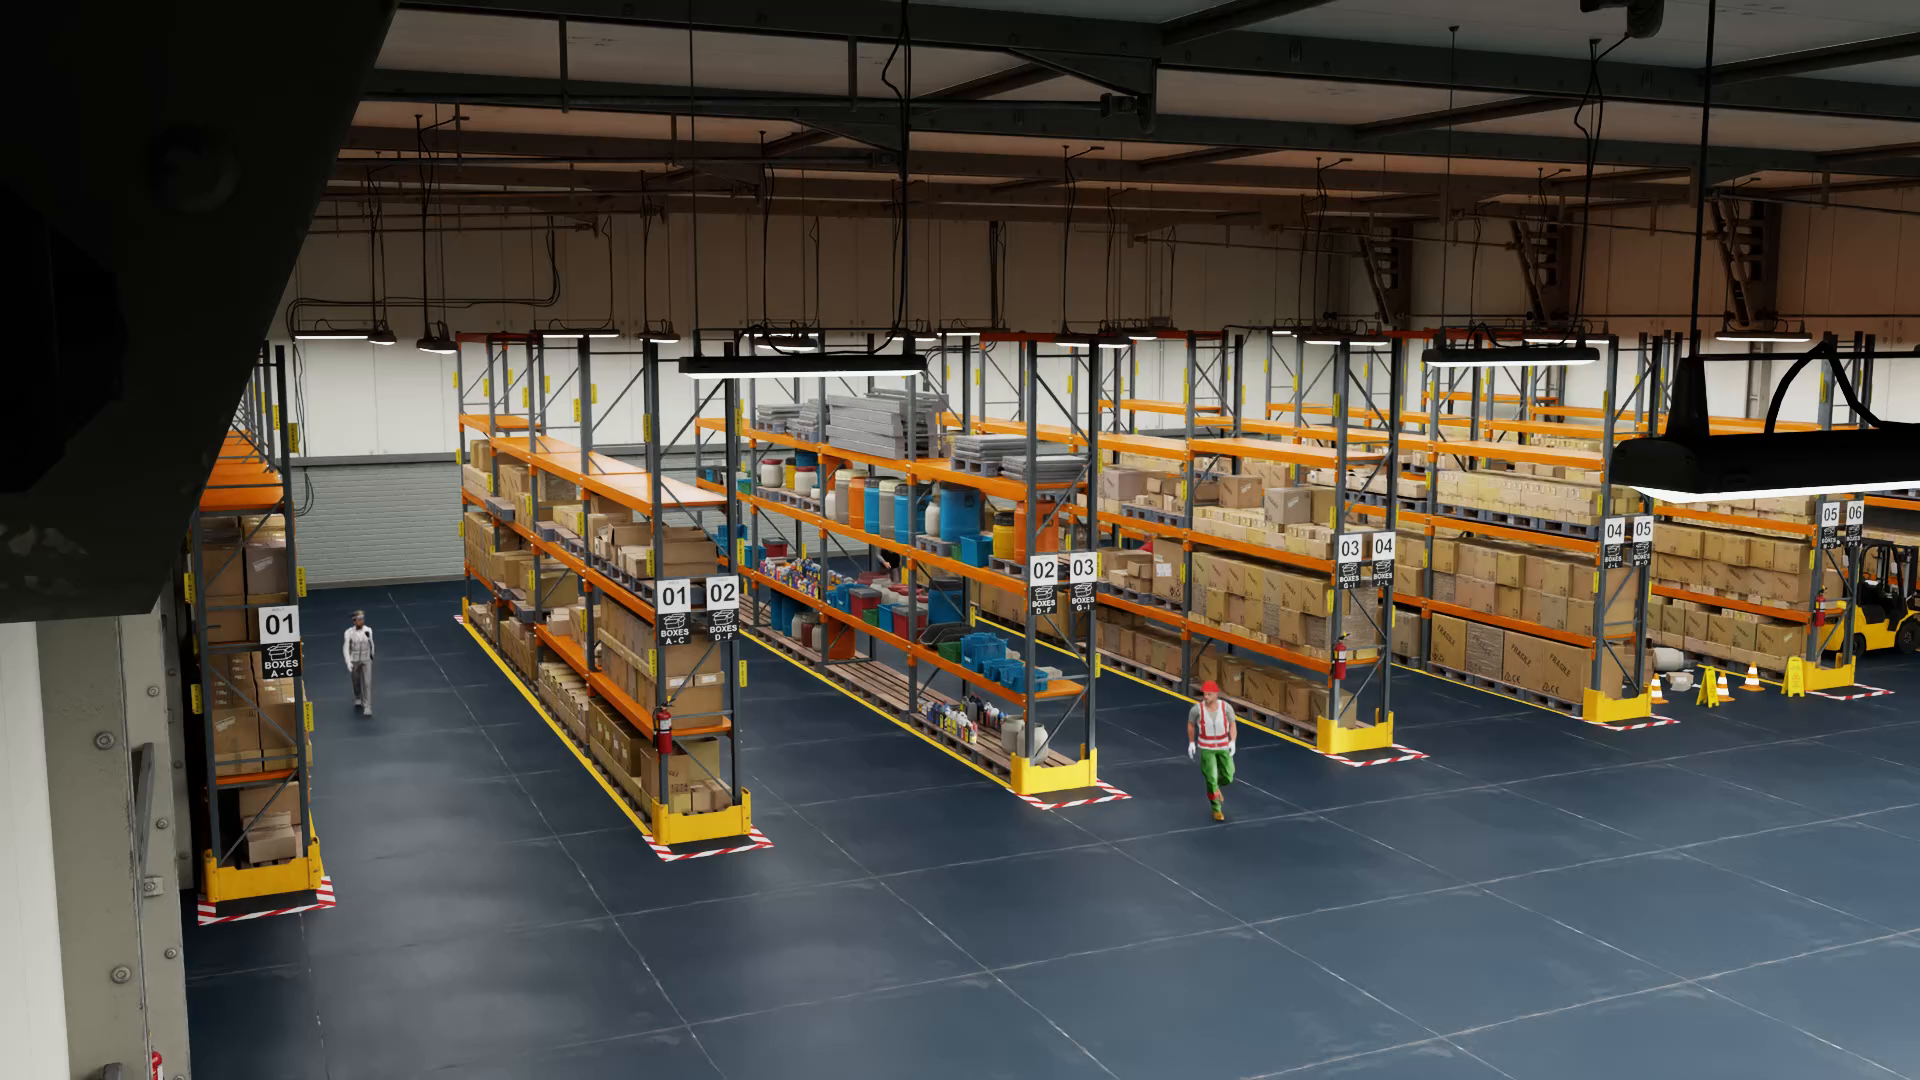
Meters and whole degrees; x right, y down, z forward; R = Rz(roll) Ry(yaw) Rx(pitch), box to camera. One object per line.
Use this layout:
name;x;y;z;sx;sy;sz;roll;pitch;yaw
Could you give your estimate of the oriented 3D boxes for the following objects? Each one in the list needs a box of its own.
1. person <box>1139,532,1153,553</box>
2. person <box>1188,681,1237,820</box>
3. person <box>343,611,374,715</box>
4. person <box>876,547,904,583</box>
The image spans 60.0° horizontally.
person;4.053;0.695;35.558;0.576;1.723;0.548;-4;9;-25
person;3.200;2.630;21.119;0.581;1.754;0.685;-1;8;-5
person;-9.612;1.923;26.591;0.477;1.616;1.034;-3;8;-21
person;-1.529;0.586;36.677;0.689;1.629;0.718;-2;8;-14
